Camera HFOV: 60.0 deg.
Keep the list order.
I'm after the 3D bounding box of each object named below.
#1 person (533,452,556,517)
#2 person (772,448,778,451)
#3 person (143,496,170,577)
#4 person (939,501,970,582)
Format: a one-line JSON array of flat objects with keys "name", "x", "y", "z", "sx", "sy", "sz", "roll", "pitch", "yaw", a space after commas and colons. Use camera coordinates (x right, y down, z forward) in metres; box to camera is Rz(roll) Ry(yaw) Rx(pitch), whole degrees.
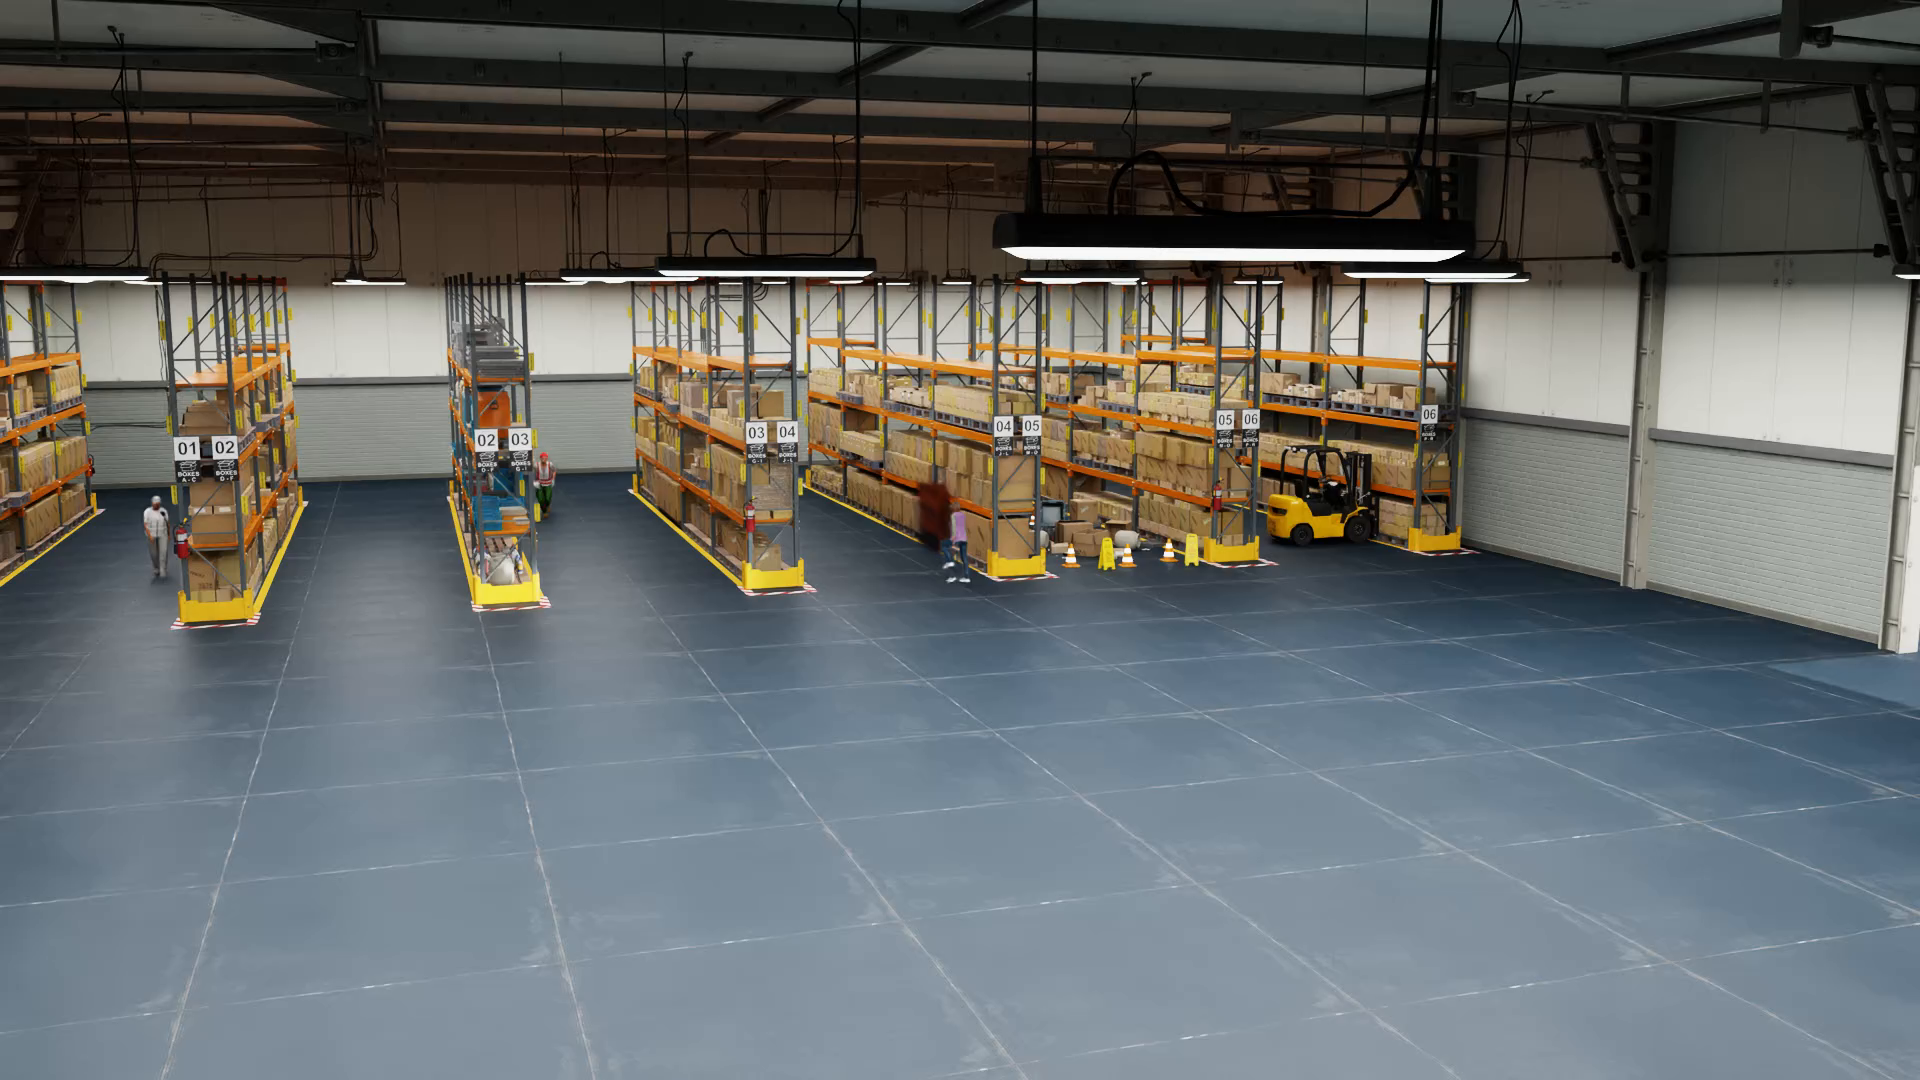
[{"name": "person", "x": -10.450, "y": -1.379, "z": 41.684, "sx": 0.649, "sy": 1.675, "sz": 0.673, "roll": -1, "pitch": 9, "yaw": -10}, {"name": "person", "x": -5.270, "y": -2.488, "z": 48.862, "sx": 0.527, "sy": 1.684, "sz": 0.936, "roll": 7, "pitch": 11, "yaw": 39}, {"name": "person", "x": -16.034, "y": -0.083, "z": 33.217, "sx": 0.472, "sy": 1.604, "sz": 0.983, "roll": -4, "pitch": 10, "yaw": -27}, {"name": "person", "x": -0.048, "y": 0.026, "z": 32.610, "sx": 0.464, "sy": 1.557, "sz": 0.725, "roll": -7, "pitch": 11, "yaw": -40}]
